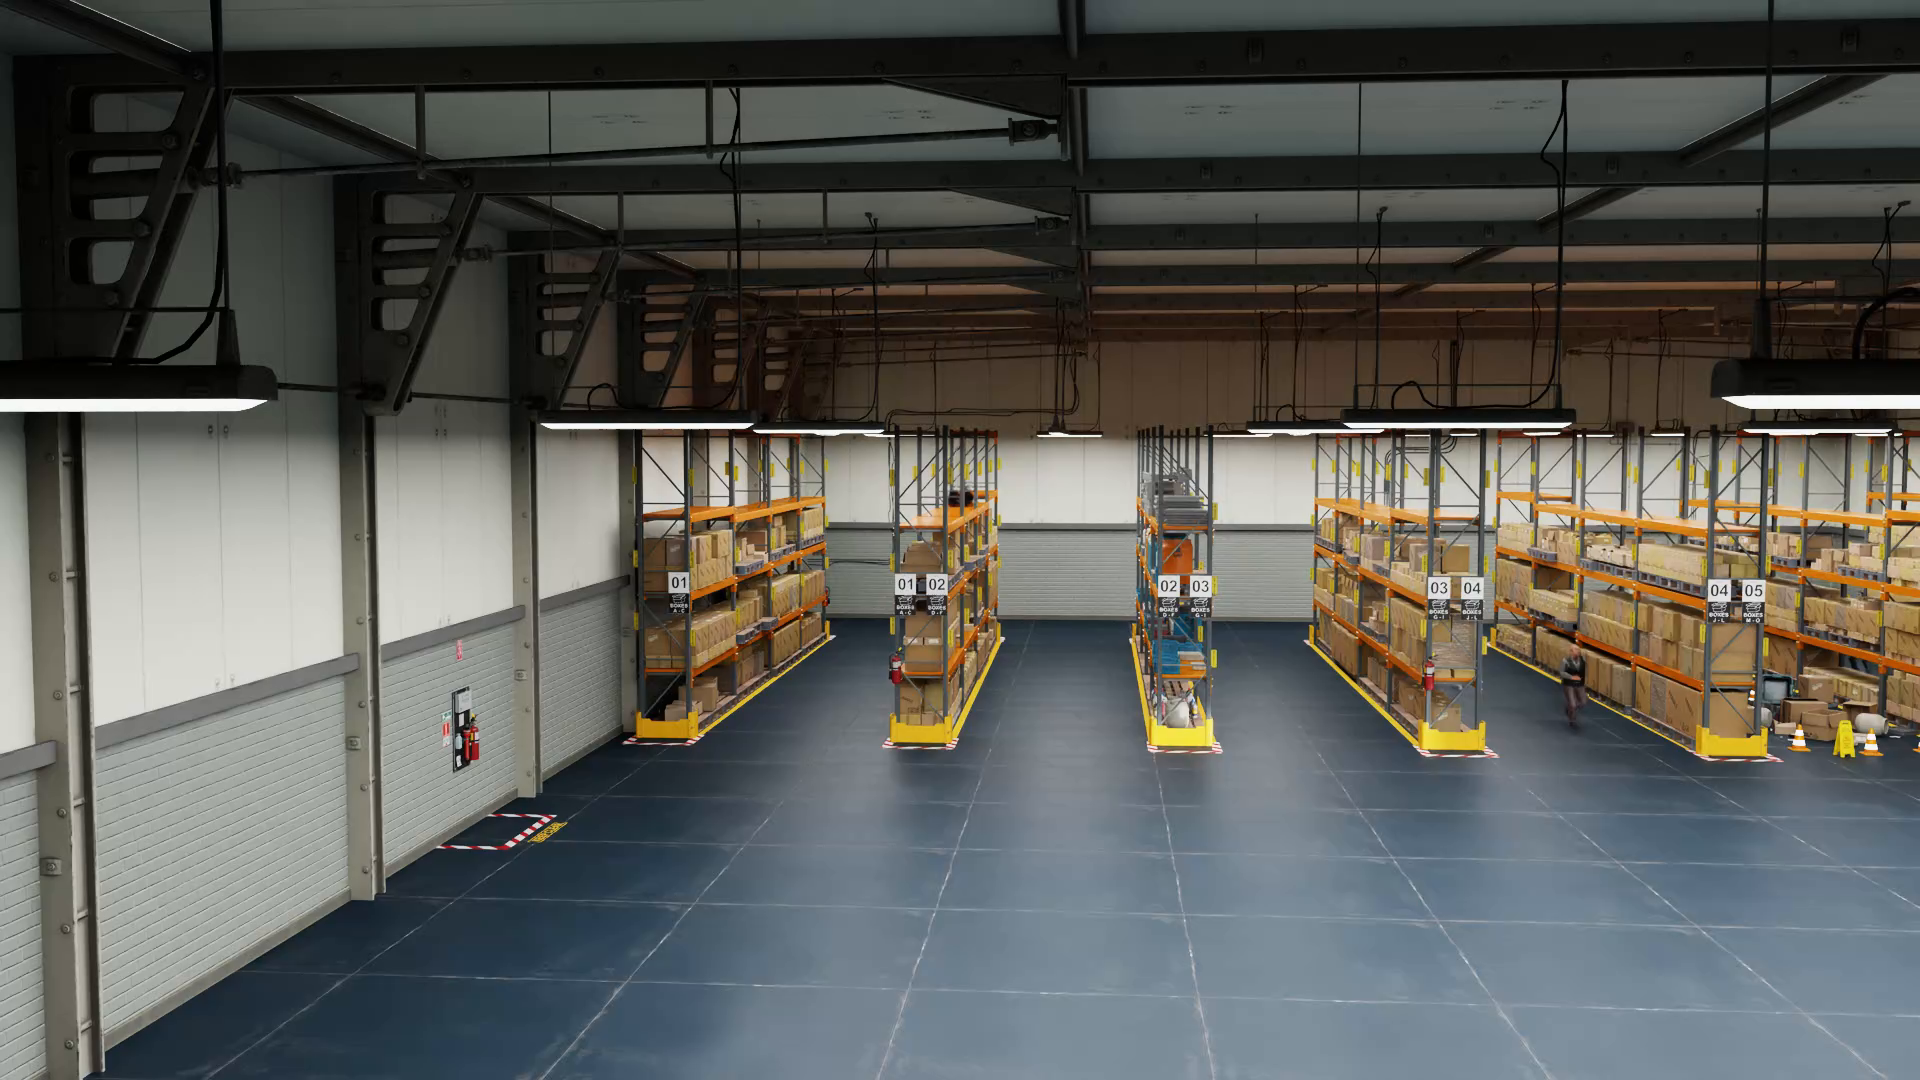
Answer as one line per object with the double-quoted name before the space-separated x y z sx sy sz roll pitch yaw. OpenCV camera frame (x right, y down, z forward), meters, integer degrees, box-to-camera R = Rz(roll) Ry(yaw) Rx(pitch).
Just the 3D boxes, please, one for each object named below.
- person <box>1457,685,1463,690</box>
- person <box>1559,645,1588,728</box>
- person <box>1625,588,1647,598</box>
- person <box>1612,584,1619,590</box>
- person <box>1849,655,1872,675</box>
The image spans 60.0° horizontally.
"person" 11.549 2.555 38.336 0.564 1.682 0.907 0 3 2
"person" 12.229 2.913 33.017 0.698 1.672 0.650 -1 3 -10
"person" 19.476 1.932 48.244 0.705 1.824 0.632 -1 4 -15
"person" 18.650 2.062 47.303 0.615 1.660 0.613 1 4 14
"person" 21.321 2.553 39.421 0.545 1.601 0.818 0 3 7
